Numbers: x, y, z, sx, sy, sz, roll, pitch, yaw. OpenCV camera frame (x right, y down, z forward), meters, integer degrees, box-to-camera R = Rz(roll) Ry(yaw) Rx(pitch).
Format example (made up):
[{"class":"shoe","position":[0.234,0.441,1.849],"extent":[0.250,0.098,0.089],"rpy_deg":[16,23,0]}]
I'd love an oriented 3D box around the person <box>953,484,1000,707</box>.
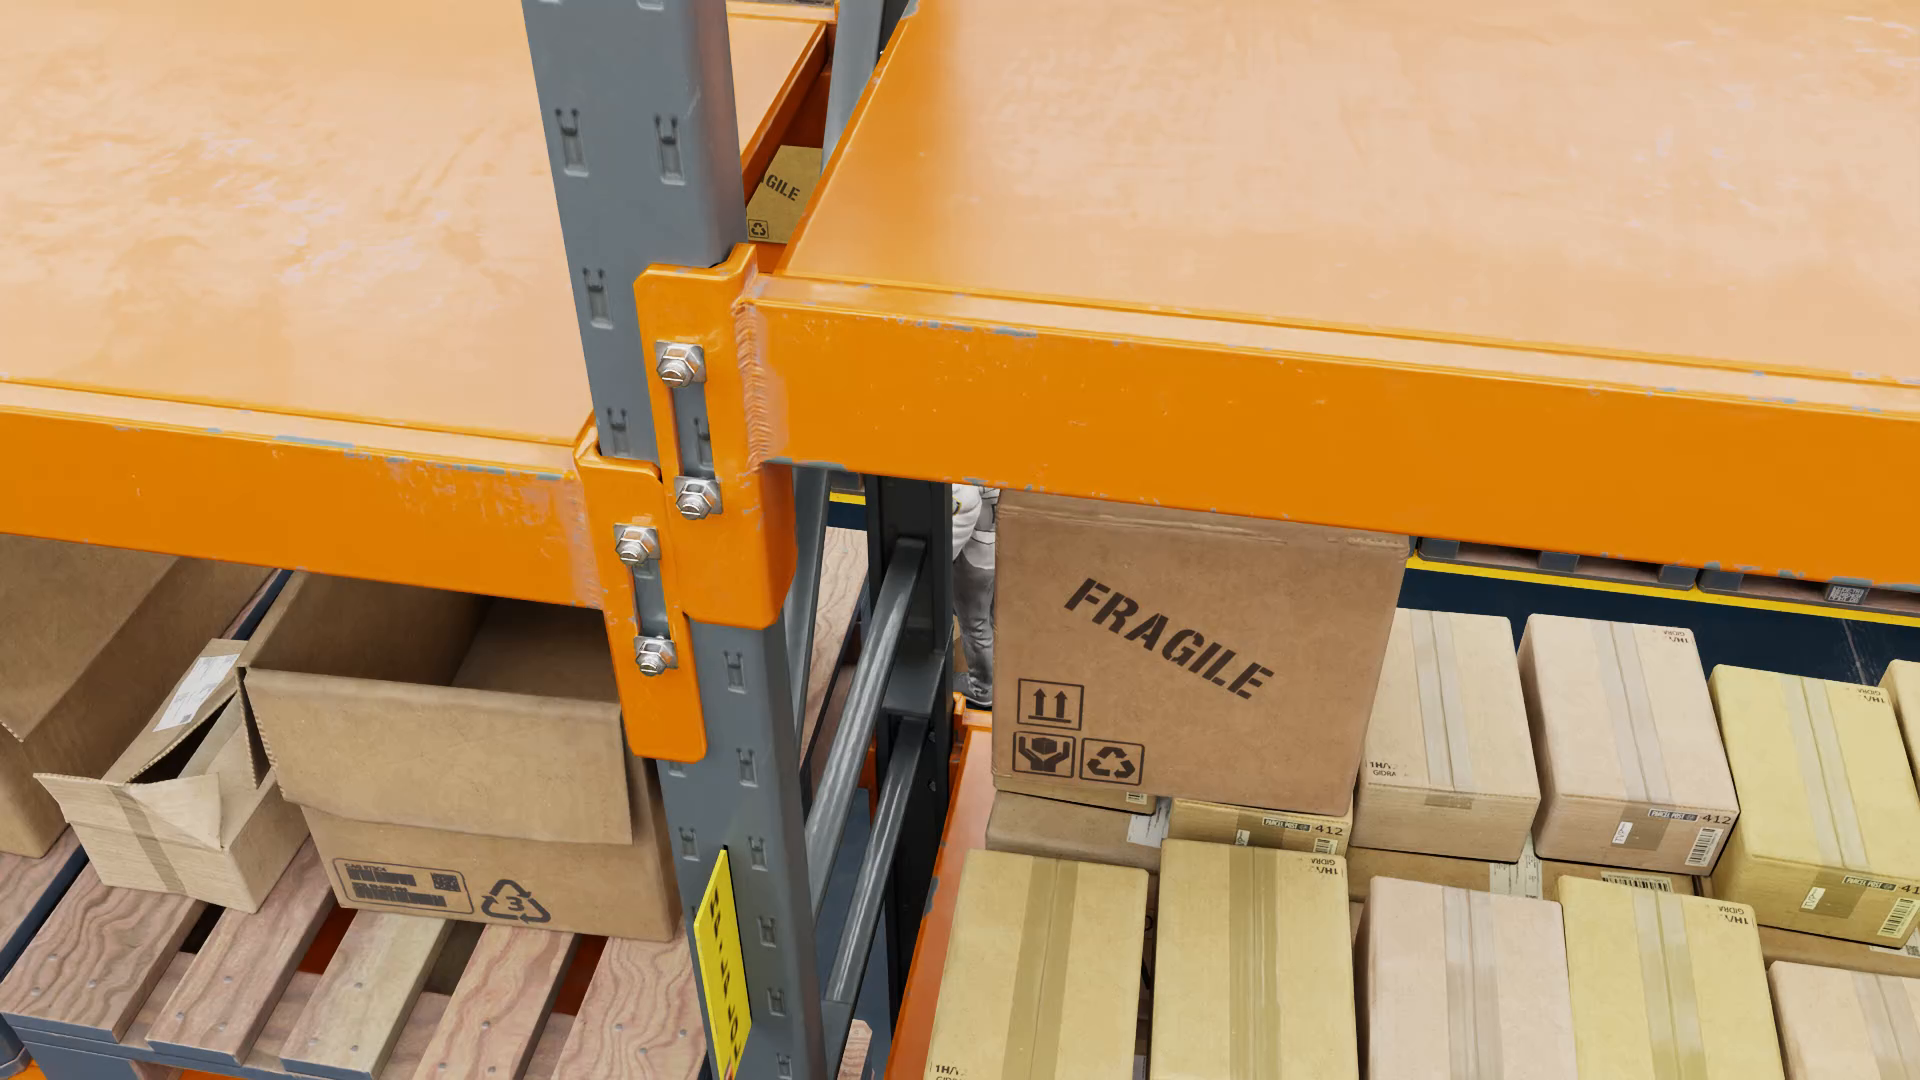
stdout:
[{"class":"person","position":[0.049,-0.018,6.368],"extent":[0.530,1.694,0.587],"rpy_deg":[31,50,31]}]
